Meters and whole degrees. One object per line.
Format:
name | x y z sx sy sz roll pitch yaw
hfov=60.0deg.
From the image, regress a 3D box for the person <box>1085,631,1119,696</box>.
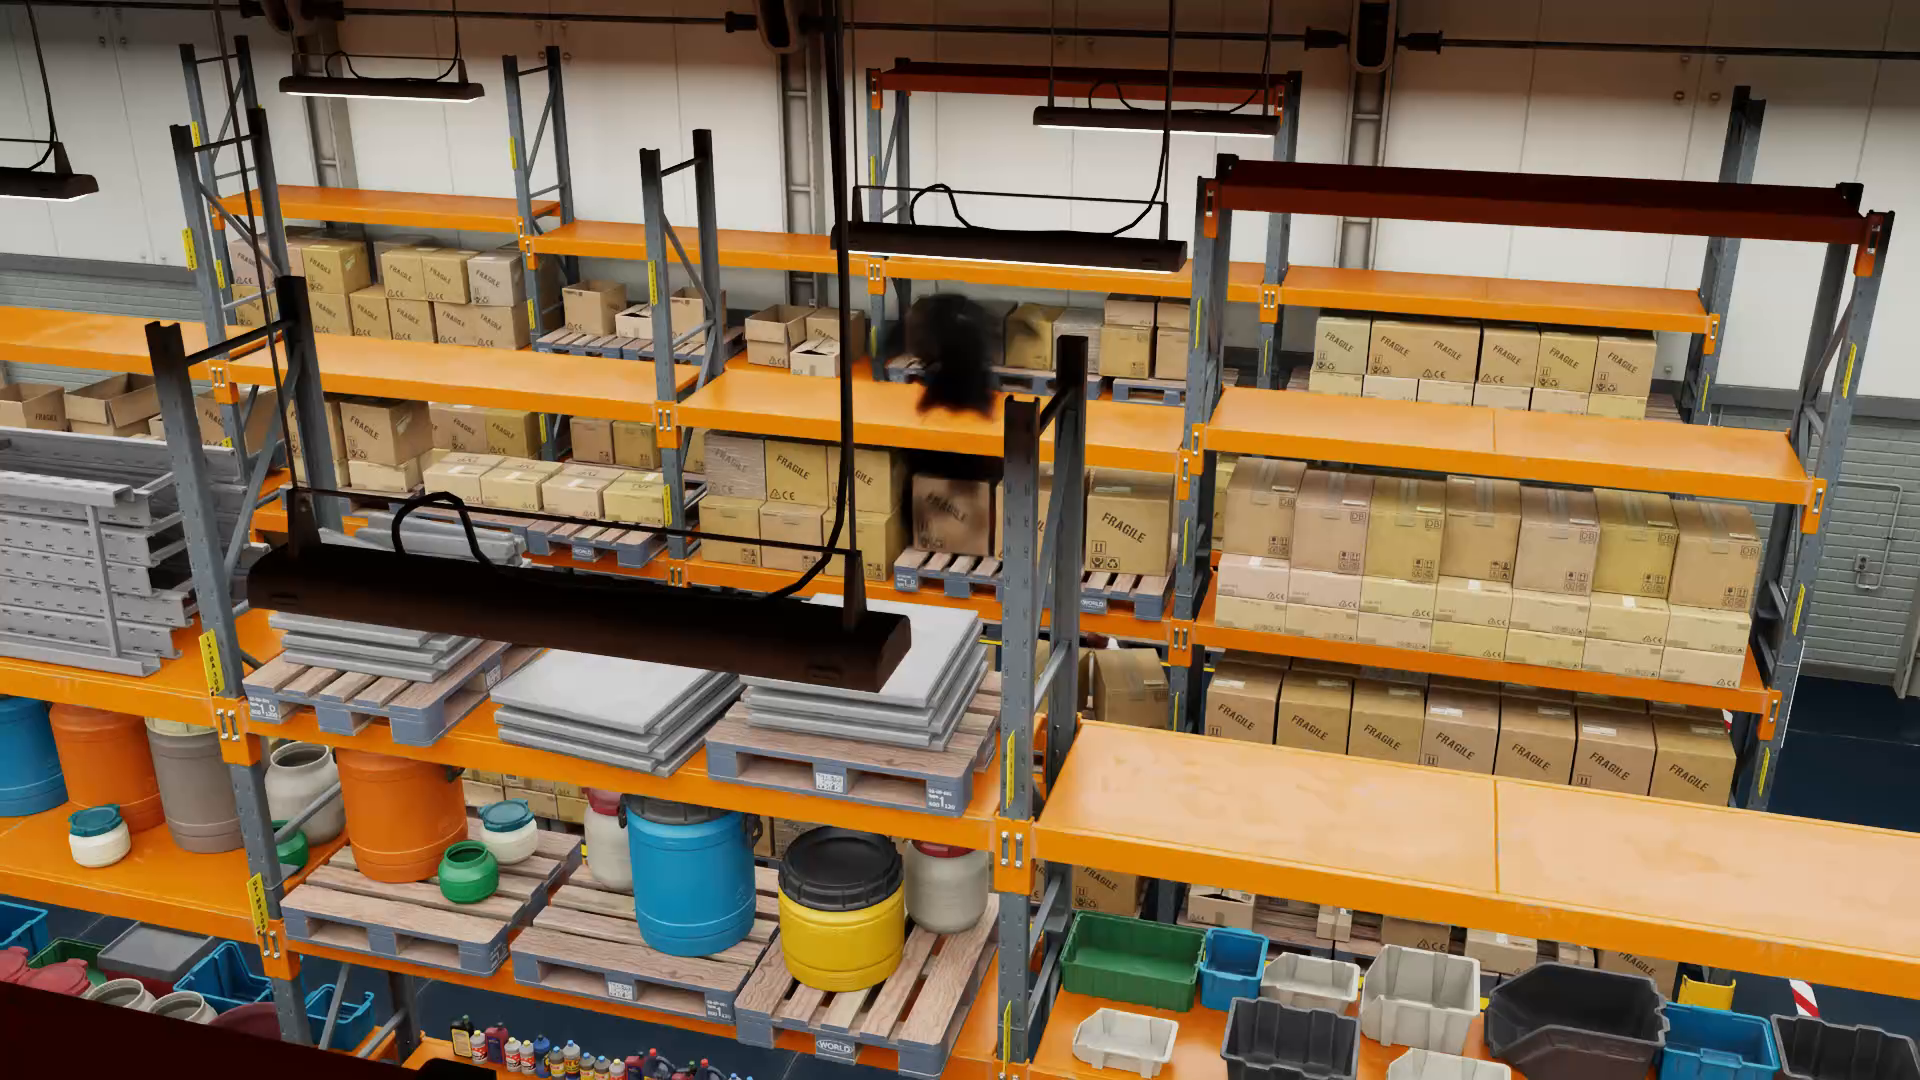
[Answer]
person | 1.357 1.482 15.012 0.643 1.720 0.715 2 23 4
